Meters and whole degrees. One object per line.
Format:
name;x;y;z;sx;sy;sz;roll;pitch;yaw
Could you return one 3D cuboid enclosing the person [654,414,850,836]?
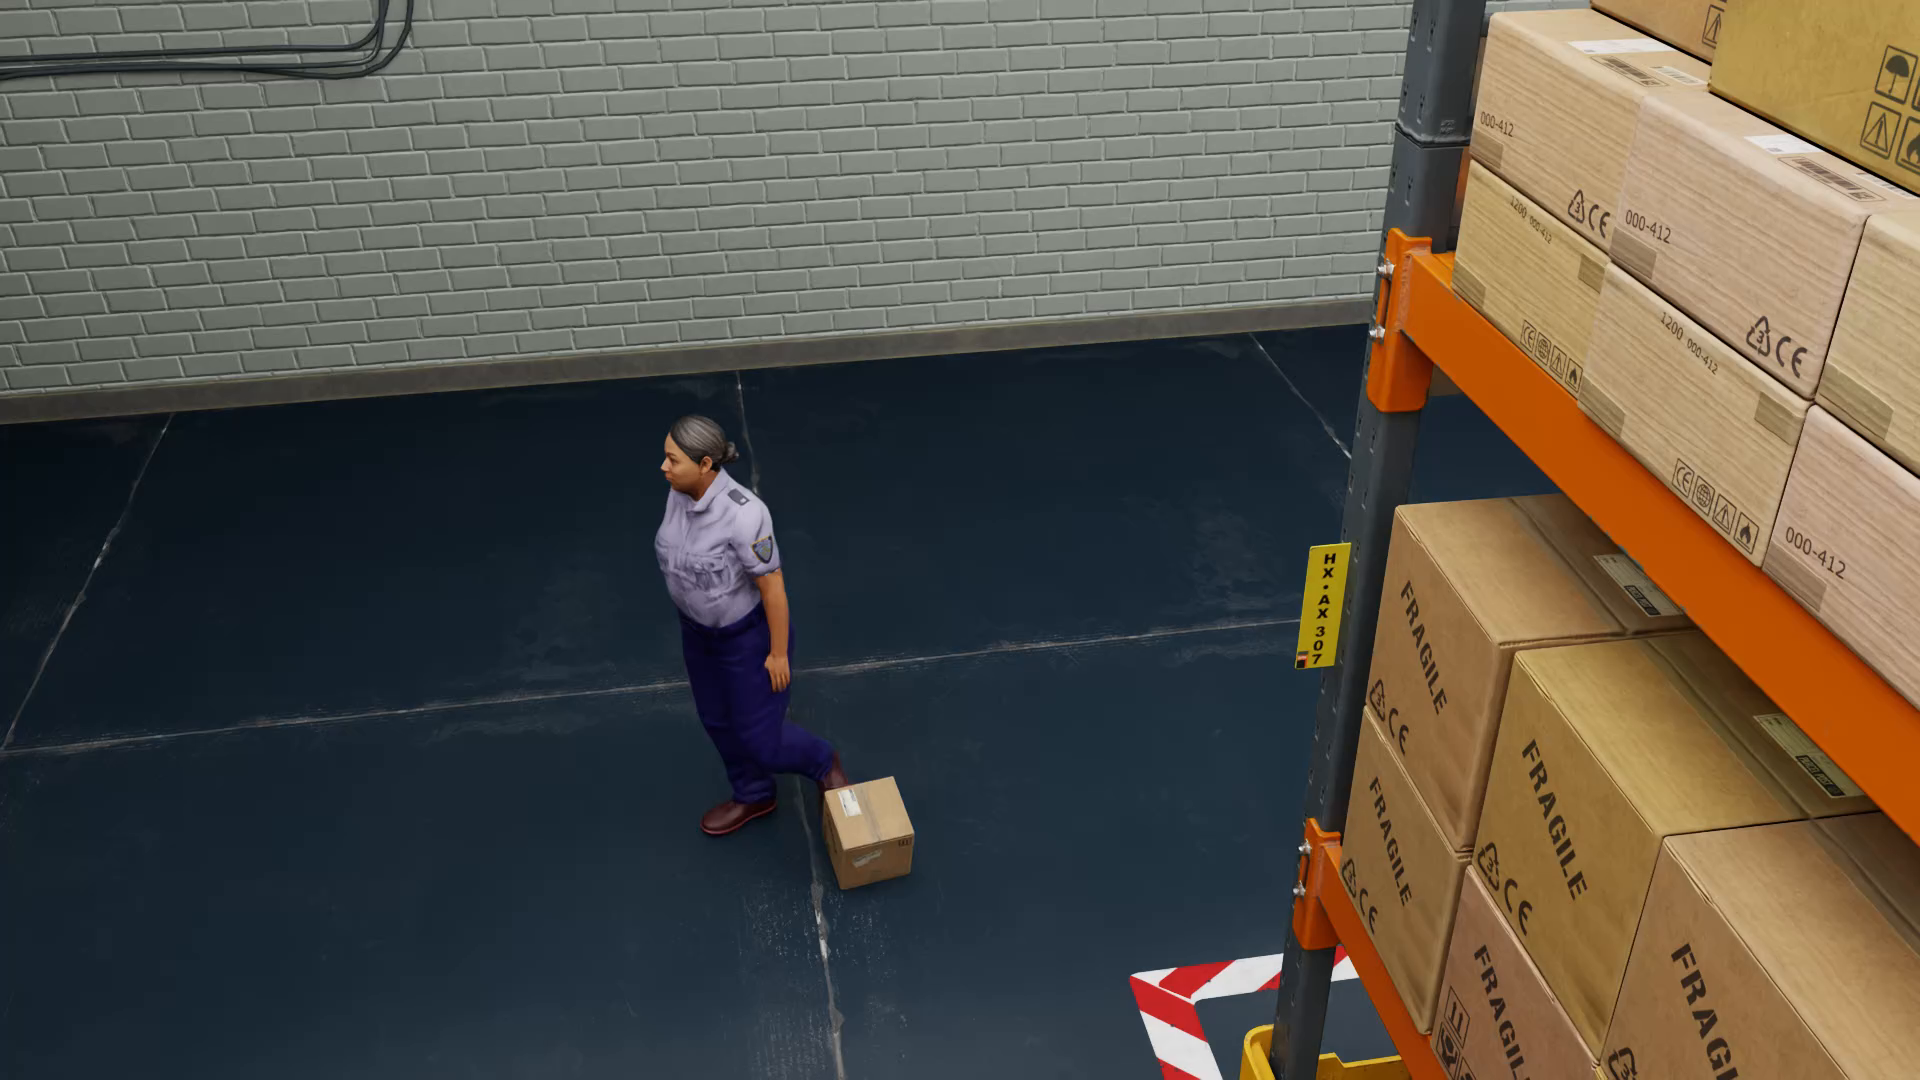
person;-0.698;0.298;5.652;0.542;1.642;0.562;-27;40;-37
